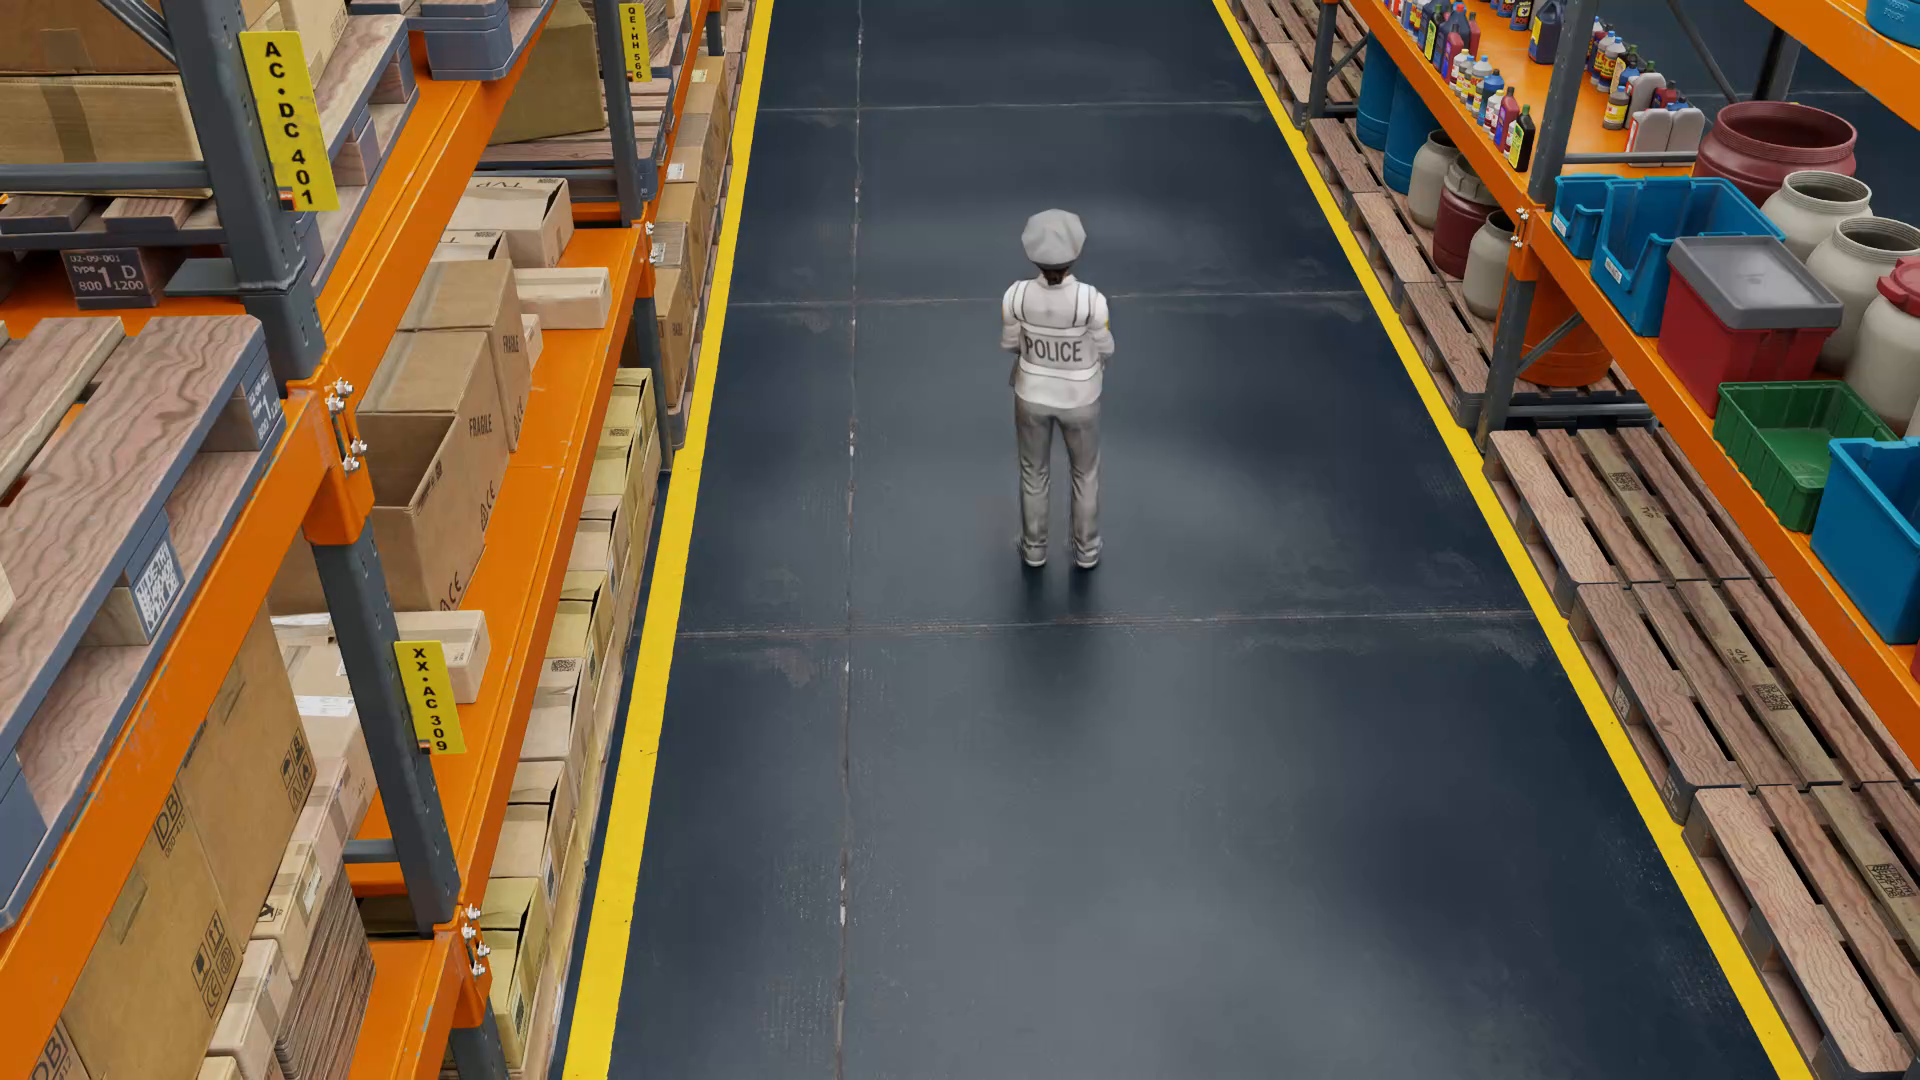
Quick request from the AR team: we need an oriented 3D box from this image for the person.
[{"bbox_3d":[0.408,-0.630,6.998,0.471,1.700,0.543,8,36,11],"label":"person"}]
